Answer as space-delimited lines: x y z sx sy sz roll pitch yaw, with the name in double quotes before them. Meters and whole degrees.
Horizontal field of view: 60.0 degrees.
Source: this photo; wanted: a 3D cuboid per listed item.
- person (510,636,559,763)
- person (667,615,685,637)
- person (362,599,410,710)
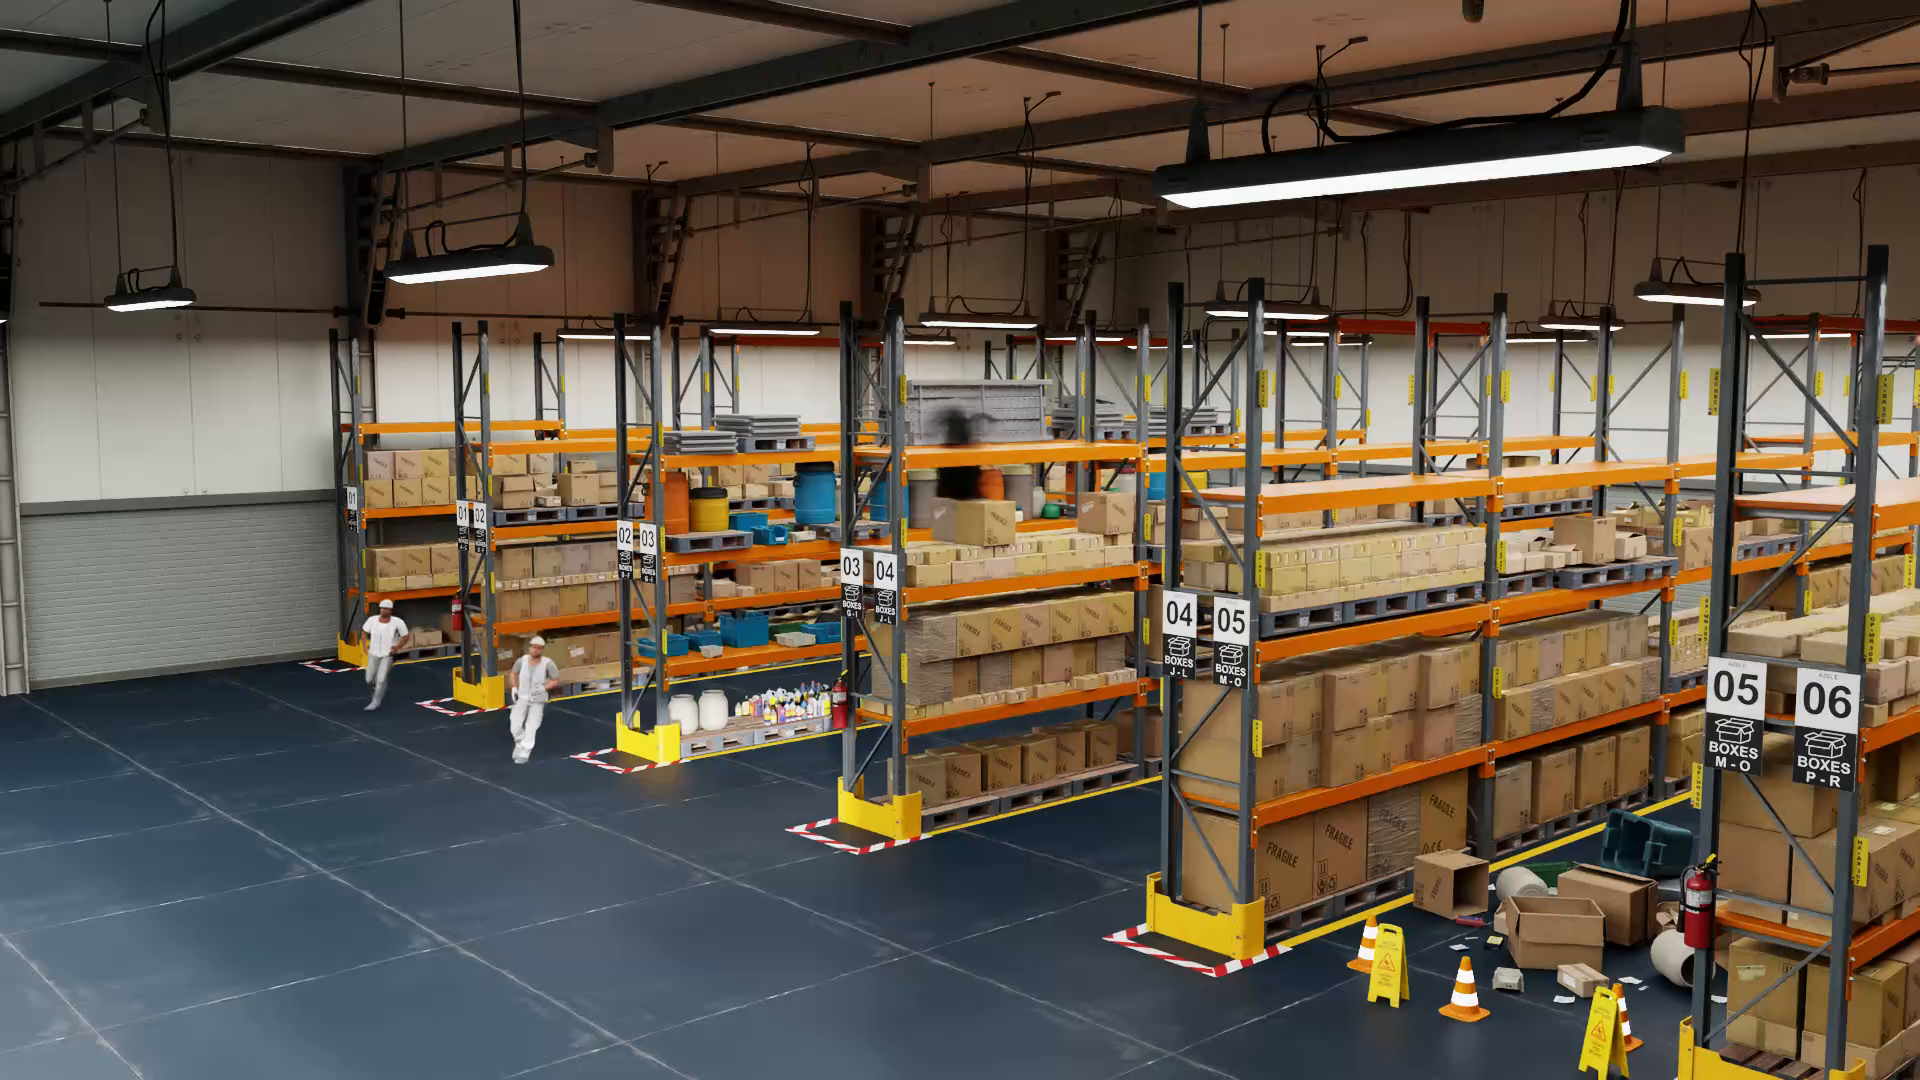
"person" -5.659 2.130 22.063 0.668 1.719 0.544 0 6 -2
"person" -5.226 1.340 30.529 0.566 1.620 0.577 -5 8 -42
"person" -8.938 1.762 25.880 0.743 1.712 0.583 0 6 -2
